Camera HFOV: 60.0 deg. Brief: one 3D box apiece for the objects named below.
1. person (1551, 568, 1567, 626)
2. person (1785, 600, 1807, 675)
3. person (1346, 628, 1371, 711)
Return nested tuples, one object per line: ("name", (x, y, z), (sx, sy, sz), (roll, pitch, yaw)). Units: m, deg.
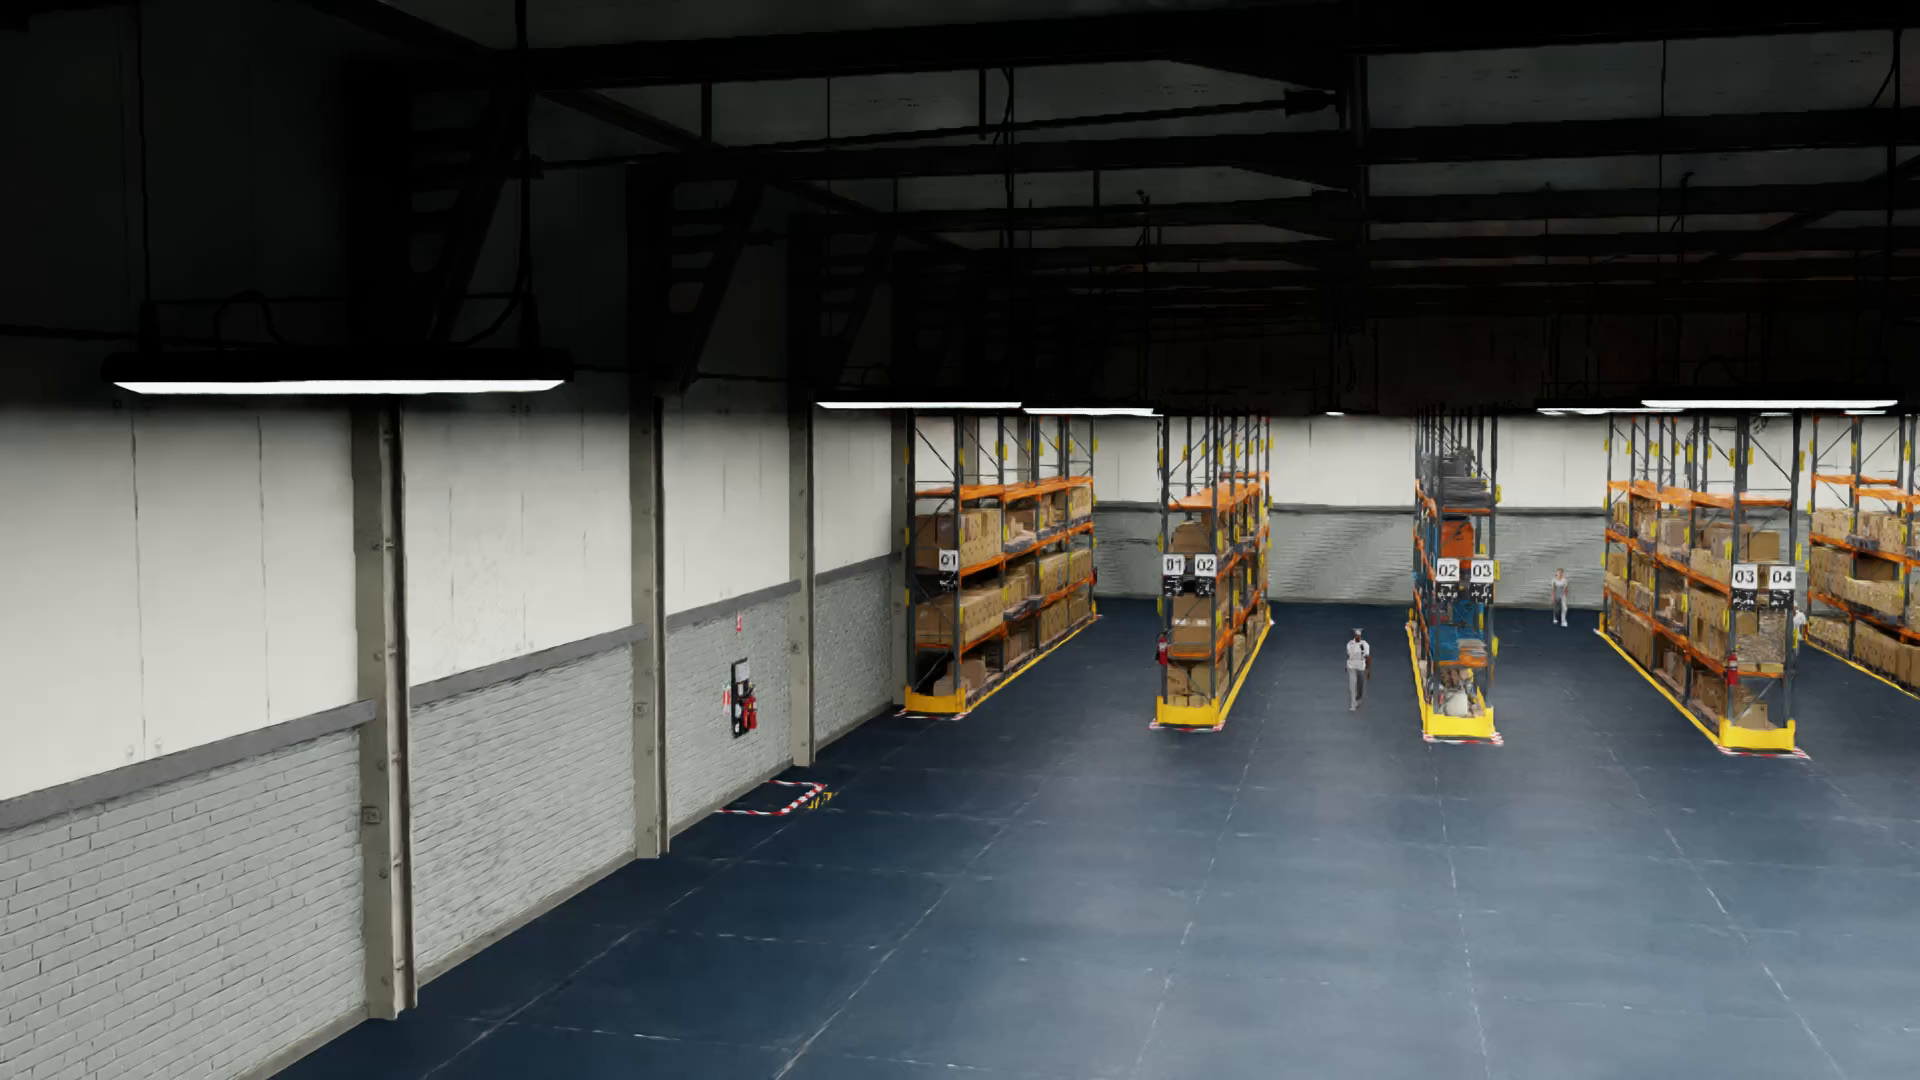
("person", (16.590, 1.560, 46.058), (0.446, 1.590, 1.110), (1, 4, 16))
("person", (18.506, 2.174, 37.096), (0.719, 1.714, 0.578), (1, 4, 12))
("person", (7.845, 2.519, 32.743), (0.461, 1.626, 0.989), (1, 4, 13))
